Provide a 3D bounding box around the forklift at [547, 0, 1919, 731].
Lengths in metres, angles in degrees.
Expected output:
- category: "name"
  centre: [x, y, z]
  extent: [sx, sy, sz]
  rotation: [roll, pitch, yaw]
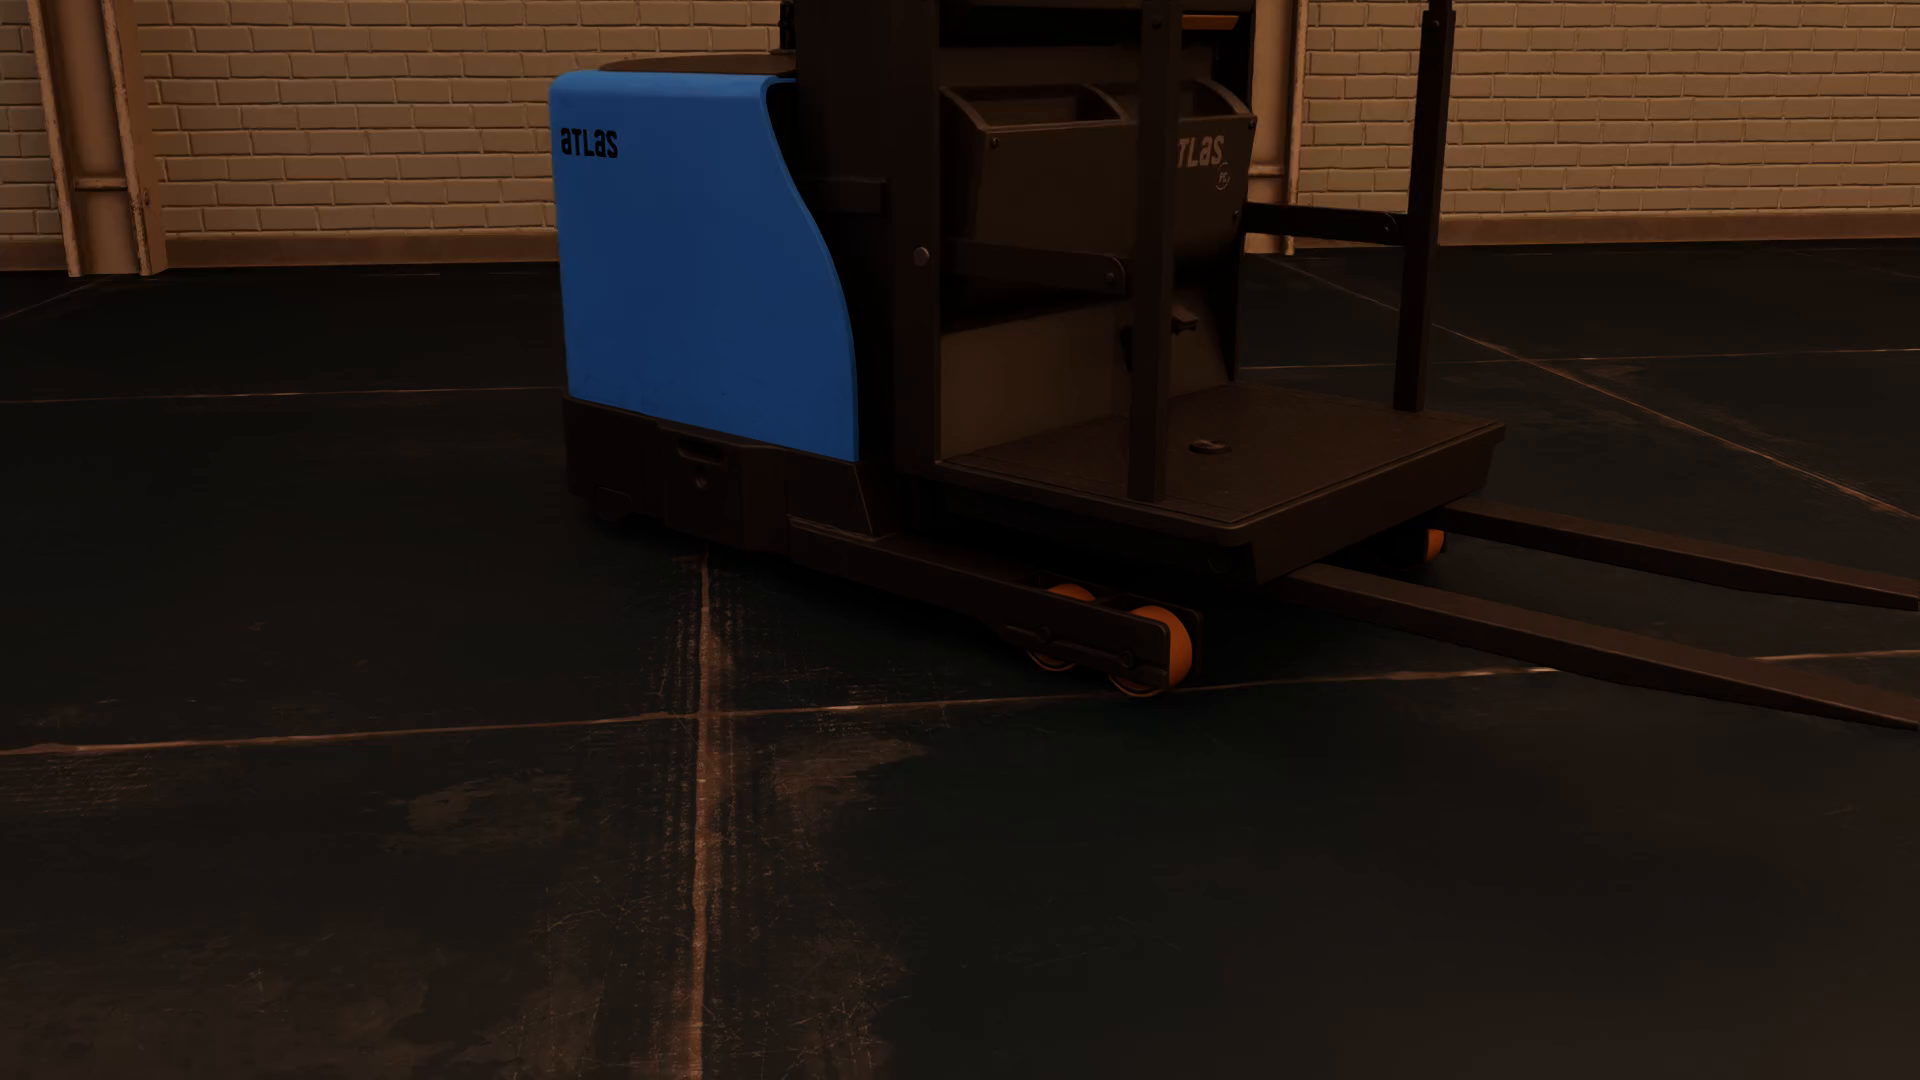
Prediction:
- category: "forklift"
  centre: [0.460, -1.287, 3.158]
  extent: [3.031, 2.935, 1.130]
  rotation: [14, 22, 39]
